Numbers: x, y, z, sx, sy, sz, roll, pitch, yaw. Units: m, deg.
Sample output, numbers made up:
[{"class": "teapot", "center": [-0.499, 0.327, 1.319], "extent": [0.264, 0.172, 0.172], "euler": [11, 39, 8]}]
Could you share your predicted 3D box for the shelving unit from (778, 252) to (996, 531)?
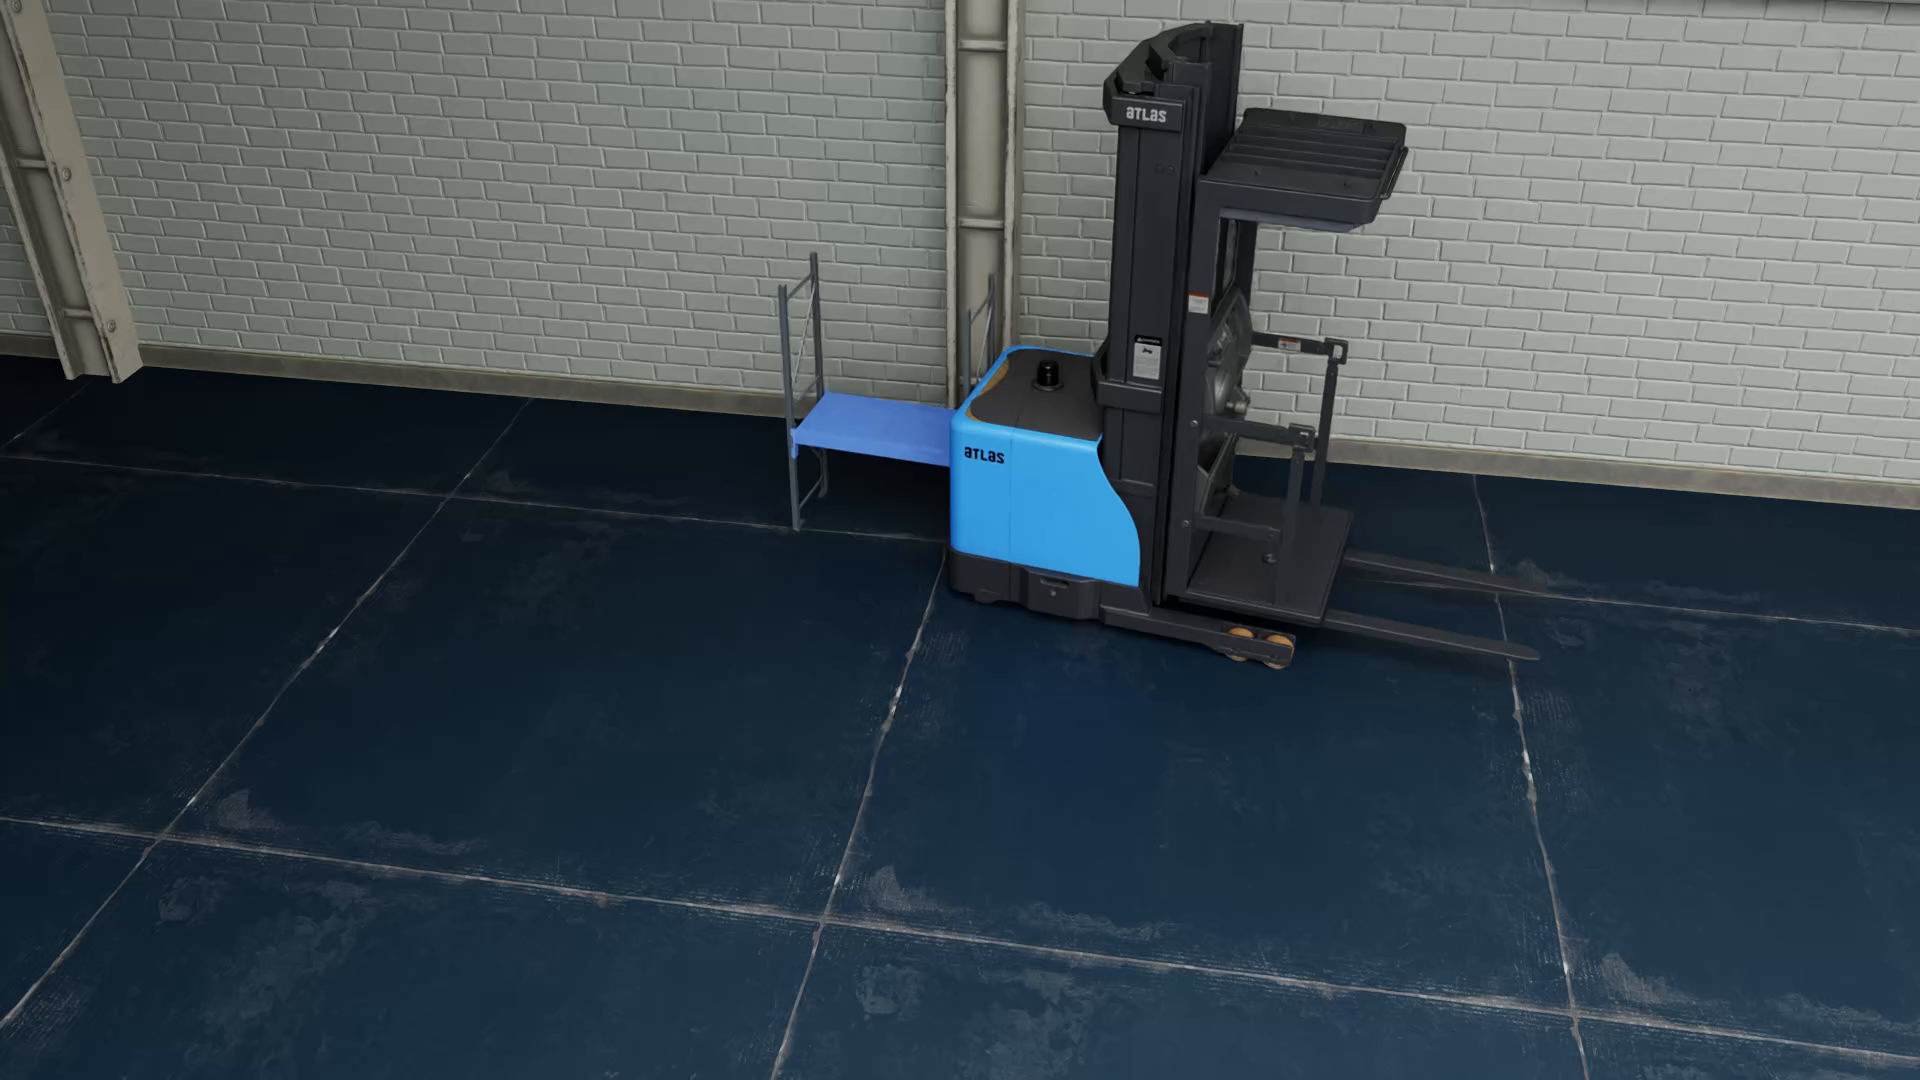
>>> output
[{"class": "shelving unit", "center": [-0.383, -0.739, 9.191], "extent": [1.048, 1.500, 0.538], "euler": [9, 33, 14]}]

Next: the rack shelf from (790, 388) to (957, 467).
[{"class": "rack shelf", "center": [-0.383, -0.587, 9.287], "extent": [1.000, 0.185, 0.538], "euler": [9, 33, 14]}]

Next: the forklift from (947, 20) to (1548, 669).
[{"class": "forklift", "center": [1.505, -0.913, 8.120], "extent": [3.031, 2.935, 1.130], "euler": [11, 34, 17]}]

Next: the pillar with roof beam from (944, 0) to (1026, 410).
[{"class": "pillar with roof beam", "center": [-0.586, -2.169, 4.408], "extent": [0.400, 9.000, 9.100], "euler": [5, 32, 8]}]

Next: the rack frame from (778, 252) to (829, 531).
[{"class": "rack frame", "center": [-0.869, -0.818, 9.318], "extent": [0.032, 1.500, 0.500], "euler": [9, 33, 14]}]

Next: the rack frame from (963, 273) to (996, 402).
[{"class": "rack frame", "center": [0.103, -0.660, 9.065], "extent": [0.032, 1.500, 0.500], "euler": [9, 33, 14]}]

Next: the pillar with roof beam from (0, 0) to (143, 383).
[{"class": "pillar with roof beam", "center": [-6.501, -2.705, 5.264], "extent": [0.400, 9.000, 9.100], "euler": [5, 32, 8]}]
